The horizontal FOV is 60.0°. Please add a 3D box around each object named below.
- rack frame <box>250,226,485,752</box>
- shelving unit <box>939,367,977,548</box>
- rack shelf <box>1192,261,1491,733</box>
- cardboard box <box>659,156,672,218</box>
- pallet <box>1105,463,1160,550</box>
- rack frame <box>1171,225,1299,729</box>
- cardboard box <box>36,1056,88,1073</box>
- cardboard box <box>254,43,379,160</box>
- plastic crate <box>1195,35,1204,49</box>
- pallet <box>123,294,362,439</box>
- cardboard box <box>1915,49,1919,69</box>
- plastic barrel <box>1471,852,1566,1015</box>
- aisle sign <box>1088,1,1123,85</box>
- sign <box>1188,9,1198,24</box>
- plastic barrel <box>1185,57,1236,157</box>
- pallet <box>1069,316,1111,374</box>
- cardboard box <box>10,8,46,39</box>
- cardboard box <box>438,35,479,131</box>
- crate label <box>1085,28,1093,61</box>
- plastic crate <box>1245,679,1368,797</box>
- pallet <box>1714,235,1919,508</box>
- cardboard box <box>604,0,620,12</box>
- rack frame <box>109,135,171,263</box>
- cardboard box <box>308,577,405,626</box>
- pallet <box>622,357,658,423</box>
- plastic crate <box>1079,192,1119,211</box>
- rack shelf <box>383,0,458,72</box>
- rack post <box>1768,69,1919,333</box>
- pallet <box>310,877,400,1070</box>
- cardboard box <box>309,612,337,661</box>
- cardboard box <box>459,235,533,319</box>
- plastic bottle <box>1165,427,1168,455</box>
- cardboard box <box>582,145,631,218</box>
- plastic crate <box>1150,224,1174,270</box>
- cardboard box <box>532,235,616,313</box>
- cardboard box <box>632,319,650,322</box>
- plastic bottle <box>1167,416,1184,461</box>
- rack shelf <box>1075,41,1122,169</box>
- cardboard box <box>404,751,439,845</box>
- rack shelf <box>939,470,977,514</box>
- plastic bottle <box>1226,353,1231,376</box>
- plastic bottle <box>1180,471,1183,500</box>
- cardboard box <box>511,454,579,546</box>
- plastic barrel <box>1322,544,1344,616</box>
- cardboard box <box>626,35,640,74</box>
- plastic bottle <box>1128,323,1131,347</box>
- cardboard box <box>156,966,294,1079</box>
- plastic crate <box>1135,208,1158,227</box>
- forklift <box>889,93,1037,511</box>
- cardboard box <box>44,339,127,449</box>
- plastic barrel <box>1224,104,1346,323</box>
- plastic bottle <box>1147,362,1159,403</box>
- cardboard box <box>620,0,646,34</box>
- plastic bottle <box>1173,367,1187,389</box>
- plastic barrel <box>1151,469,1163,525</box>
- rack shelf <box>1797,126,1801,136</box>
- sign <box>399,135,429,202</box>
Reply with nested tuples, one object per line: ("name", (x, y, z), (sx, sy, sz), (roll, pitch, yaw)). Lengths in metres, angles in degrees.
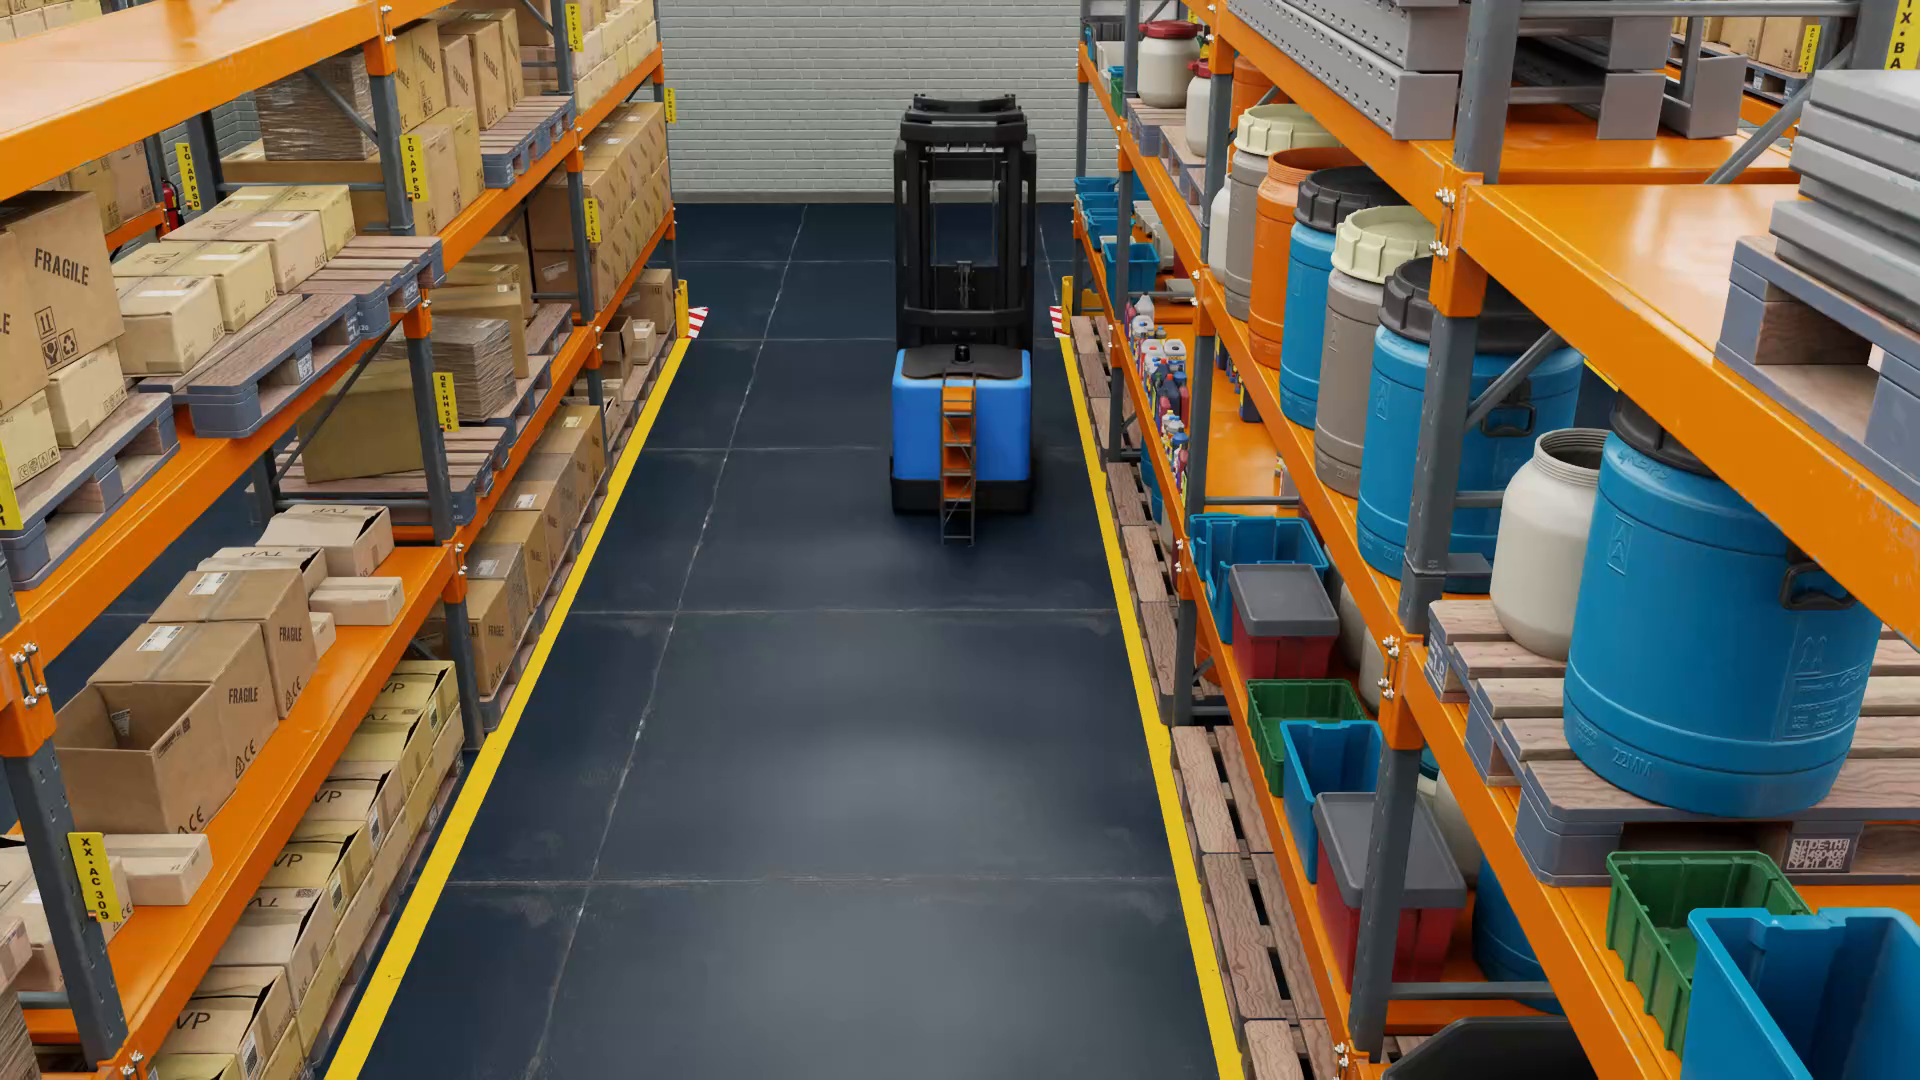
("rack frame", (-3.234, -0.184, 8.901), (1.000, 3.000, 0.127), (0, 24, -1))
("shelving unit", (-0.012, -0.595, 11.992), (0.258, 1.200, 0.503), (1, 24, 2))
("rack shelf", (1.741, -0.420, 6.655), (1.077, 0.370, 4.000), (0, 24, -1))
("cardboard box", (-3.044, -3.343, 15.764), (0.500, 0.500, 0.500), (0, 24, 1))
("pallet", (1.642, -0.265, 12.462), (1.003, 0.211, 1.213), (0, 24, -1))
("rack frame", (1.719, -0.205, 8.947), (1.000, 3.000, 0.127), (0, 24, -1))
("cardboard box", (-3.481, 2.104, 5.987), (0.500, 0.311, 0.500), (0, 24, -1))
("cardboard box", (-3.232, -2.232, 8.454), (0.500, 0.500, 0.500), (0, 24, -1))
("plastic crate", (1.928, -4.367, 14.765), (0.450, 0.188, 0.336), (0, 24, -1))
("pallet", (-3.122, -0.725, 6.686), (1.003, 0.211, 1.213), (1, 24, 2))
("cardboard box", (6.645, -3.240, 11.387), (0.700, 0.500, 0.500), (0, 24, 1))
("plastic barrel", (2.062, 1.054, 5.554), (0.600, 0.901, 0.708), (0, 24, -1))
("aisle sign", (1.334, -4.714, 15.763), (0.394, 0.787, 0.004), (0, 24, -1))
("sign", (2.182, -4.830, 15.659), (0.100, 0.325, 0.005), (0, 24, -1))
("plastic barrel", (1.549, -2.555, 9.828), (0.433, 0.535, 0.433), (0, 24, 0))
("pallet", (1.602, -1.891, 16.059), (1.003, 0.211, 1.213), (0, 24, -1))
("cardboard box", (-7.984, -4.263, 13.830), (0.500, 0.250, 0.500), (-1, 24, -2))
("cardboard box", (-3.328, -2.724, 10.125), (0.600, 0.600, 0.600), (-1, 24, -3))
("crate label", (1.319, -4.419, 14.804), (0.408, 0.251, 0.502), (0, 24, -1))
("plastic crate", (1.462, 0.823, 6.930), (0.450, 0.188, 0.662), (0, 24, -1))
("pallet", (1.816, -0.178, 2.323), (1.003, 0.211, 1.213), (0, 24, -1))
("cardboard box", (-3.266, -4.725, 13.966), (0.700, 0.500, 0.500), (0, 24, -1))
("rack frame", (-8.274, -3.457, 16.137), (1.000, 3.000, 0.127), (0, 24, -1))
("cardboard box", (-2.948, 0.299, 8.136), (0.380, 0.149, 0.250), (0, 24, -1))
("pallet", (-3.300, -1.349, 14.860), (1.003, 0.211, 1.213), (0, 24, -1))
("plastic crate", (1.313, -3.078, 15.430), (0.416, 0.233, 0.300), (0, 24, -1))
("rack shelf", (-3.256, -3.232, 9.718), (1.077, 0.370, 4.000), (0, 24, -1))
("rack post", (1.754, -0.406, 2.202), (0.937, 0.300, 0.954), (-1, 24, -2))
("pallet", (-3.253, 1.927, 7.617), (1.003, 0.211, 1.213), (0, 24, -1))
("cardboard box", (-3.164, 0.455, 7.792), (0.380, 0.149, 0.250), (2, 24, 3))
("cardboard box", (-3.496, -1.873, 12.004), (0.700, 0.500, 0.500), (-9, 26, -18))
("plastic bottle", (1.297, -0.623, 10.111), (0.097, 0.201, 0.097), (0, 24, 0))
("cardboard box", (-3.012, -2.954, 13.689), (0.500, 0.500, 0.500), (-1, 24, -2))
("plastic crate", (1.843, -2.457, 13.996), (0.437, 0.282, 0.530), (0, 24, -1))
("cardboard box", (-3.011, -2.089, 12.992), (0.500, 0.500, 0.500), (0, 24, 1))
("cardboard box", (-3.154, -2.000, 15.820), (0.380, 0.166, 0.250), (0, 24, -1))
("plastic bottle", (1.298, -0.614, 10.008), (0.097, 0.271, 0.097), (0, 24, 0))
("rack shelf", (1.654, -3.716, 13.944), (1.077, 0.370, 4.000), (0, 24, -1))
("cardboard box", (-2.975, 1.305, 8.435), (0.500, 0.250, 0.500), (-1, 24, -1))
("rack shelf", (-0.011, -0.353, 12.102), (0.258, 0.148, 0.480), (1, 24, 2))
("plastic bottle", (1.888, -1.267, 11.451), (0.097, 0.271, 0.097), (0, 24, 0))
("plastic bottle", (1.305, -0.327, 9.457), (0.097, 0.201, 0.097), (0, 24, 0))
("cardboard box", (-2.983, -0.282, 11.616), (0.500, 0.500, 0.500), (0, 24, 0))
("plastic barrel", (1.944, 0.167, 7.989), (0.421, 0.512, 0.421), (0, 24, 0))
("cardboard box", (-3.039, -4.157, 14.226), (0.500, 0.250, 0.500), (0, 24, -1))
("plastic bottle", (1.274, -1.507, 12.067), (0.097, 0.201, 0.097), (0, 24, 0))
("cardboard box", (-2.946, 1.892, 6.456), (0.500, 0.311, 0.500), (-1, 24, -1))
("plastic crate", (1.811, -2.954, 15.272), (0.396, 0.136, 0.243), (0, 24, -1))
("forklift", (0.045, -2.117, 13.257), (1.130, 2.935, 3.031), (1, 24, 1))
("cardboard box", (-3.196, -0.506, 5.645), (0.500, 0.250, 0.500), (-3, 24, -6))
("plastic barrel", (1.511, -1.461, 7.475), (0.600, 0.901, 0.600), (0, 24, 0))
("plastic bottle", (1.287, -1.037, 10.943), (0.097, 0.271, 0.097), (0, 24, 0))
("cardboard box", (-3.055, -4.591, 14.578), (0.500, 0.250, 0.500), (0, 24, -1))
("plastic bottle", (1.433, -0.998, 10.855), (0.097, 0.271, 0.097), (0, 24, 0))
("plastic barrel", (1.672, -0.573, 11.796), (0.600, 0.901, 0.708), (0, 24, -1))
("rack shelf", (6.650, -2.090, 10.348), (1.077, 0.370, 4.000), (0, 24, -1))
("sign", (-2.679, -1.822, 8.158), (0.100, 0.325, 0.005), (0, 24, -1))
